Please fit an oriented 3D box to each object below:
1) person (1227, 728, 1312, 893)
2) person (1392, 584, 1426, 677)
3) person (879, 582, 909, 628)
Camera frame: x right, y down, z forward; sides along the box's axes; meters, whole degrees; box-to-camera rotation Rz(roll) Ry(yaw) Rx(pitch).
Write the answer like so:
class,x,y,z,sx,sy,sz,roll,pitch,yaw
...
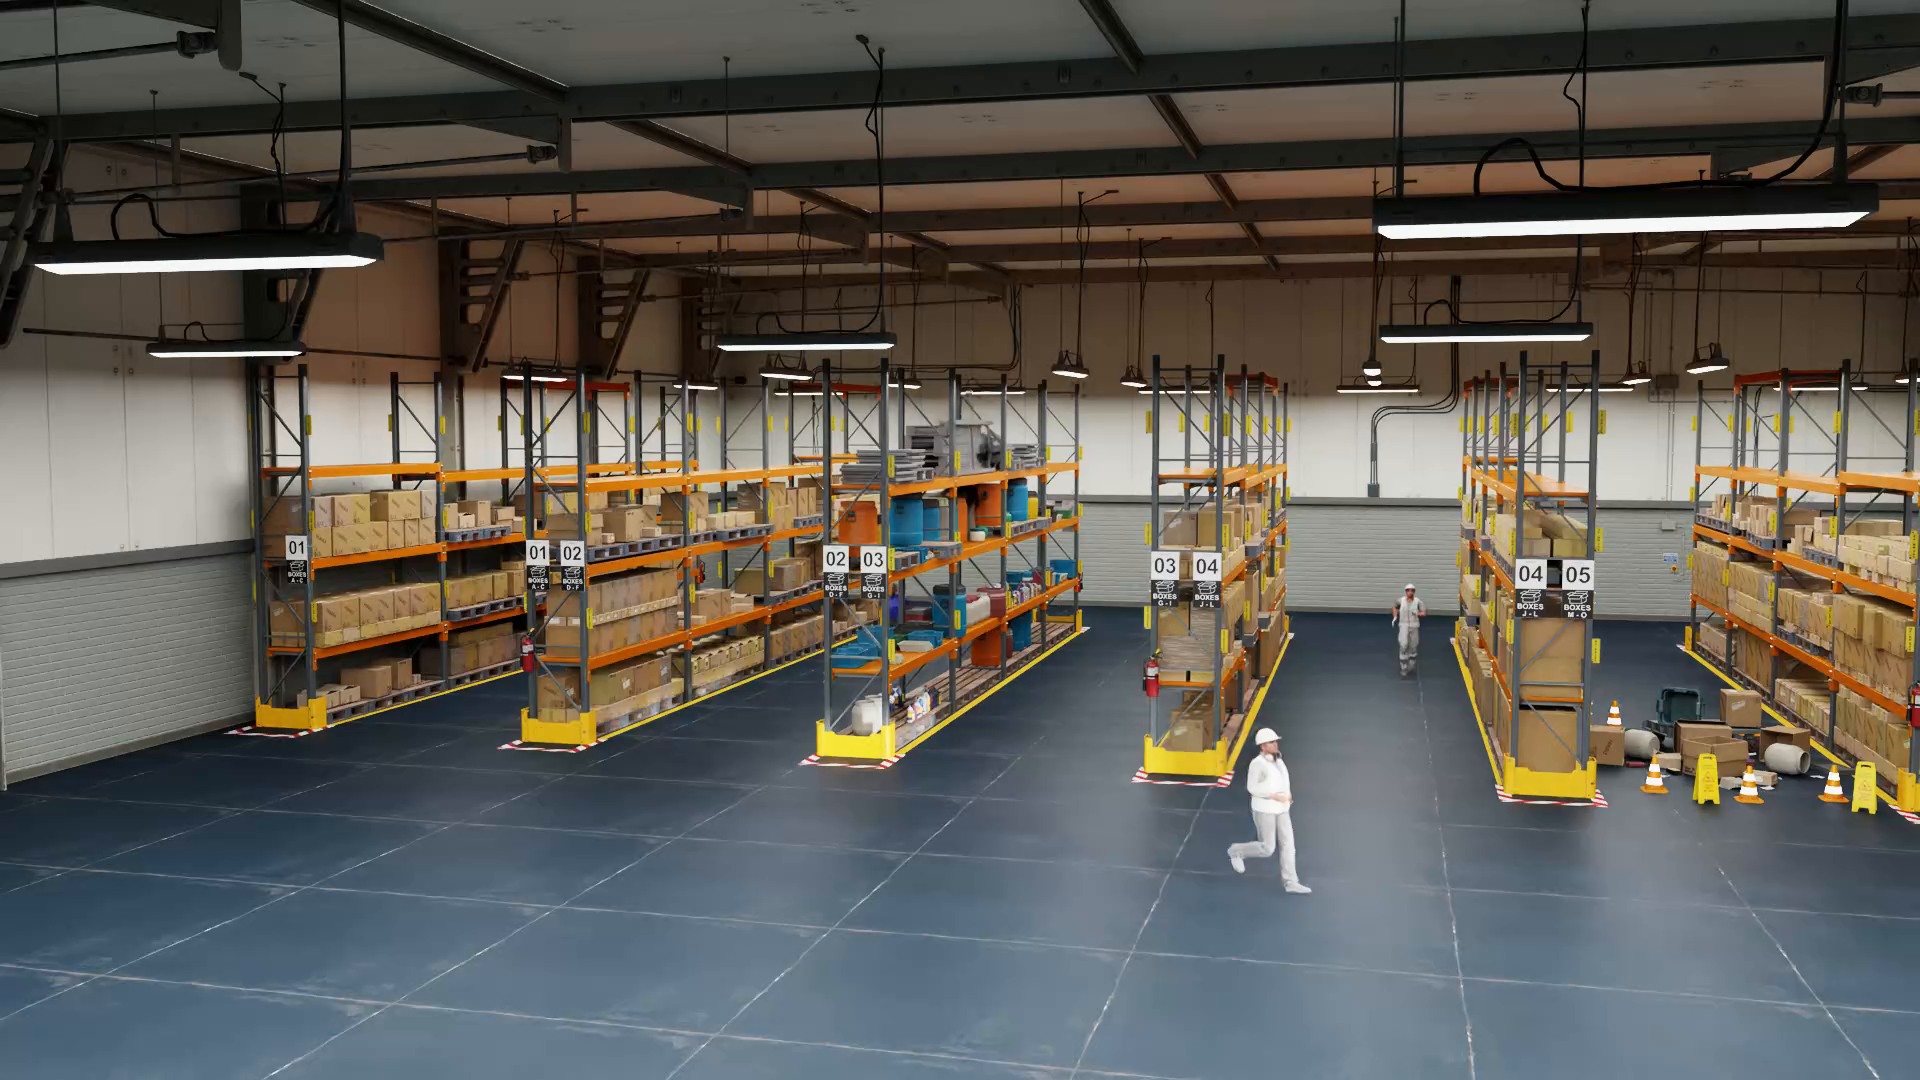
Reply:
class,x,y,z,sx,sy,sz,roll,pitch,yaw
person,3.360,2.896,17.893,0.677,1.743,0.984,-4,6,-45
person,9.008,1.791,33.376,0.655,1.829,0.840,1,4,14
person,-1.303,1.792,32.127,0.526,1.548,0.779,1,4,14
